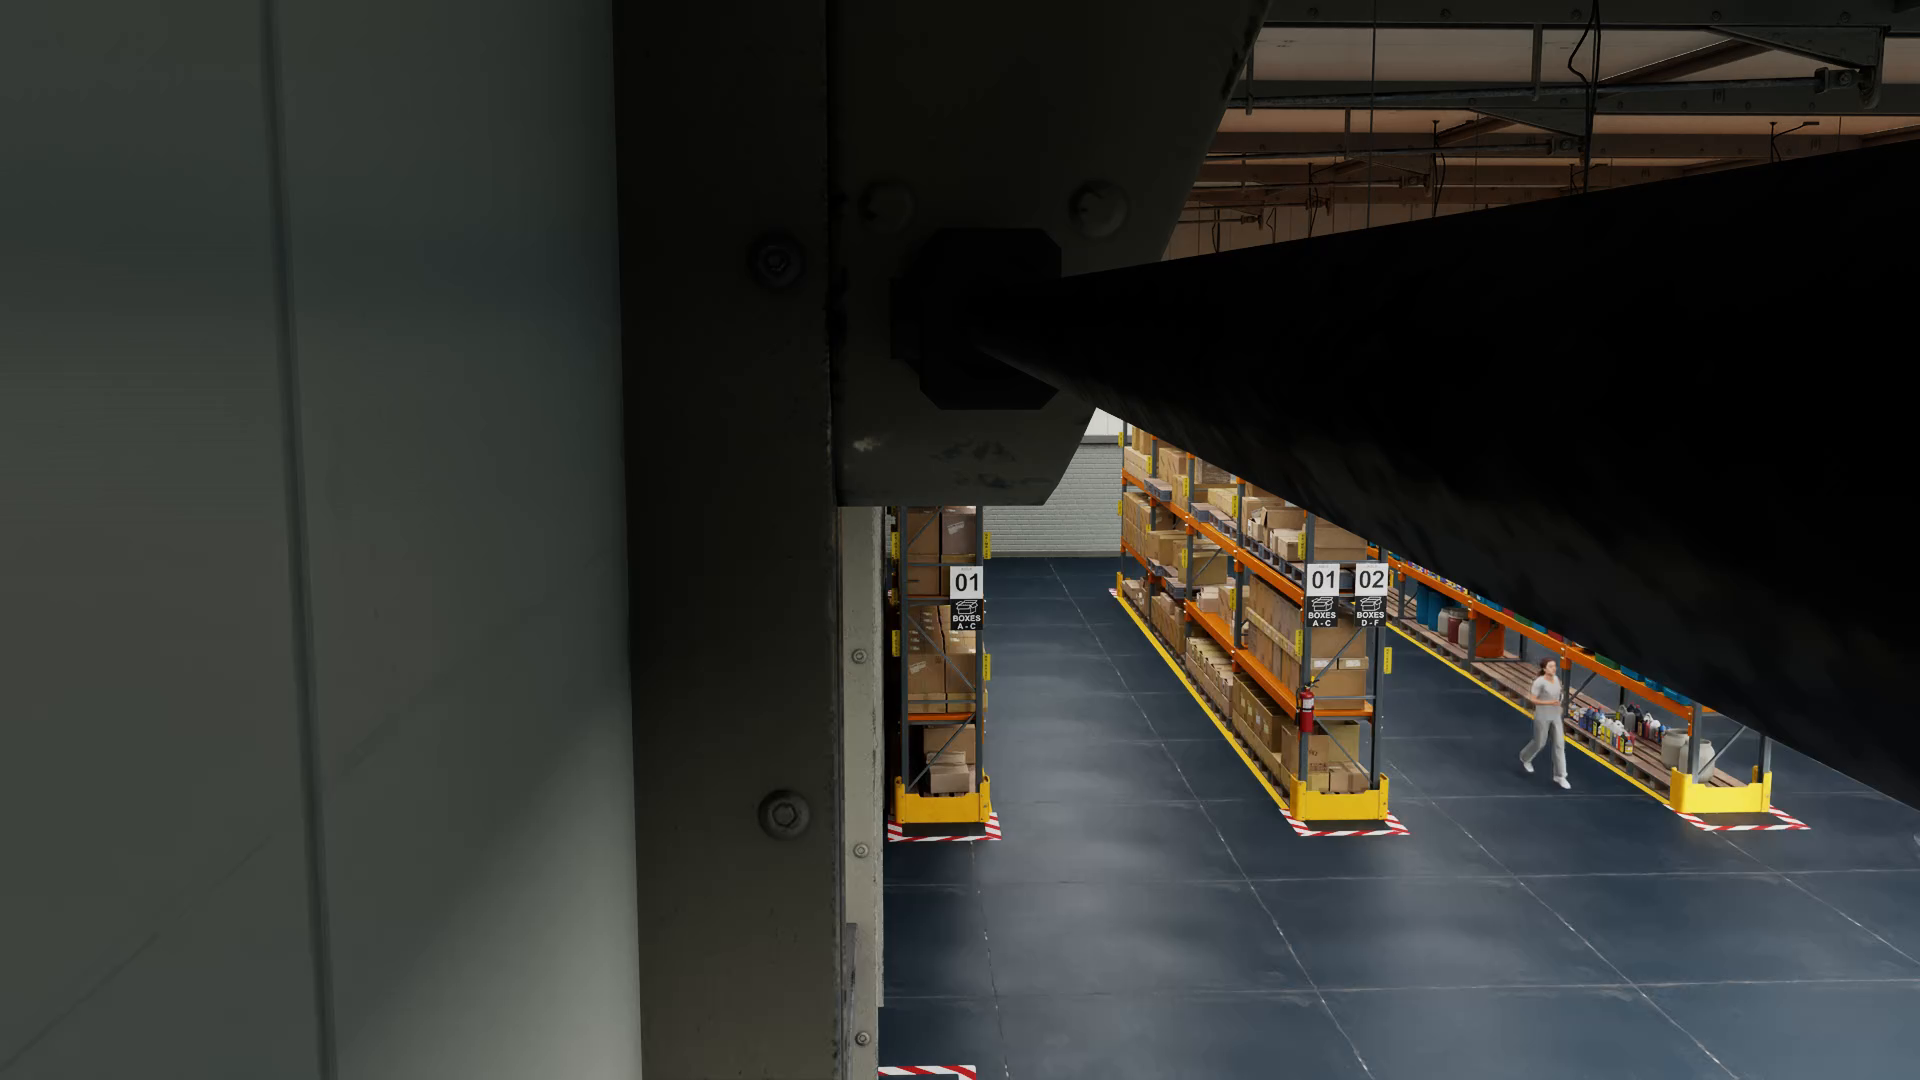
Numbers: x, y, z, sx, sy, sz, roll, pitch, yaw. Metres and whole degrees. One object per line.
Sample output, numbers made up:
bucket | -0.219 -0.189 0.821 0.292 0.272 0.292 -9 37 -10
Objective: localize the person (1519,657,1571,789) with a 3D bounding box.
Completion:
person | 7.808 2.382 22.125 0.565 1.673 0.951 -3 8 -18
